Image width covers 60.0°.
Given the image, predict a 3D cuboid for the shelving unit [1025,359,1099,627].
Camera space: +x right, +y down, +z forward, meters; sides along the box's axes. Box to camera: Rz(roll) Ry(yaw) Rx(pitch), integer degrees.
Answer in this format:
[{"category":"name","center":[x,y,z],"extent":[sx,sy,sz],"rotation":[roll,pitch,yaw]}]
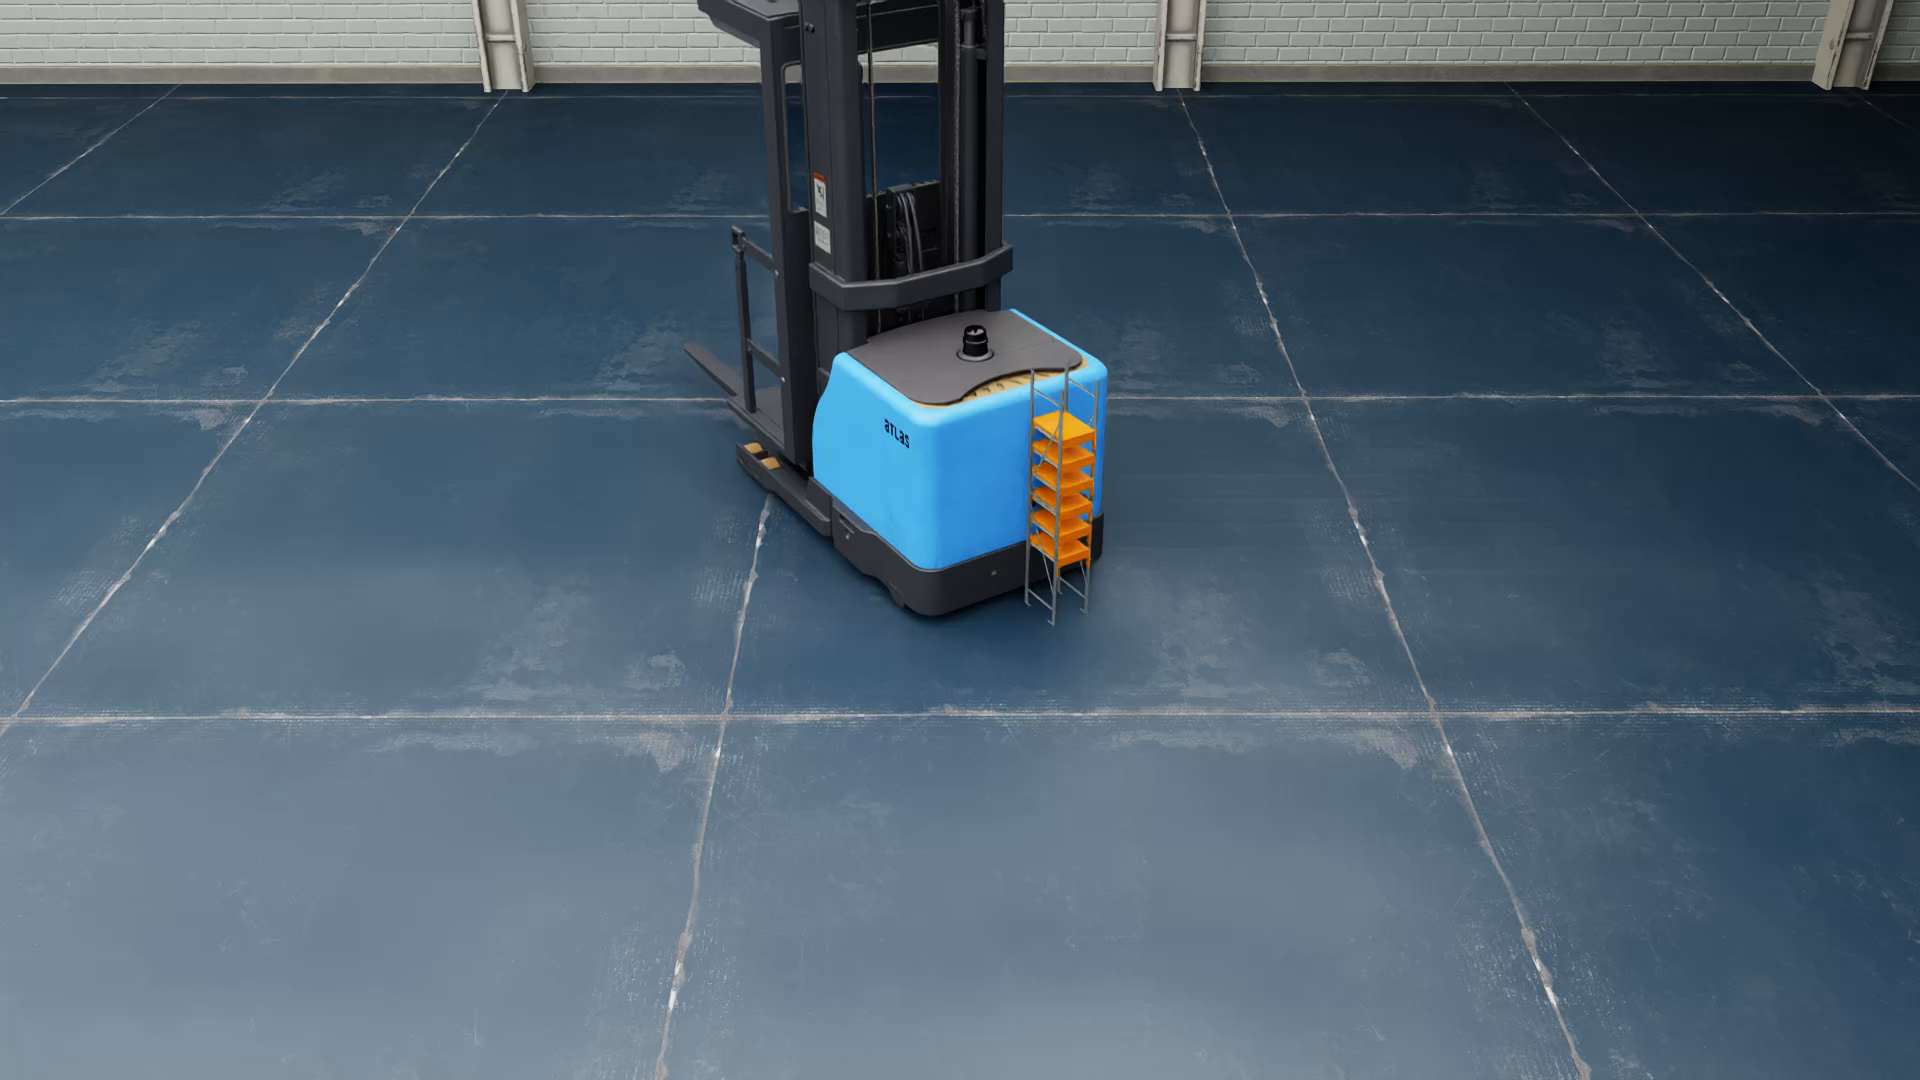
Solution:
[{"category":"shelving unit","center":[0.447,-0.194,7.413],"extent":[0.189,1.200,0.258],"rotation":[-18,36,-27]}]

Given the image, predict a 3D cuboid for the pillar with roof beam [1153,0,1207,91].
[{"category":"pillar with roof beam","center":[1.977,-5.713,8.990],"extent":[0.400,9.000,9.100],"rotation":[0,31,0]}]

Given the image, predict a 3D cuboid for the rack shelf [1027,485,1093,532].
[{"category":"rack shelf","center":[0.447,-0.156,7.436],"extent":[0.180,0.103,0.258],"rotation":[-18,36,-27]}]

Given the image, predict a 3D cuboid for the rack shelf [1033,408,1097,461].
[{"category":"rack shelf","center":[0.448,-0.464,7.248],"extent":[0.180,0.103,0.258],"rotation":[-18,36,-27]}]

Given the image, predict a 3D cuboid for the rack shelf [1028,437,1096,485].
[{"category":"rack shelf","center":[0.447,-0.361,7.311],"extent":[0.180,0.103,0.258],"rotation":[-18,36,-27]}]

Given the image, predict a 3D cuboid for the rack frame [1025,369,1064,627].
[{"category":"rack frame","center":[0.370,-0.169,7.371],"extent":[0.006,1.200,0.240],"rotation":[-18,36,-27]}]

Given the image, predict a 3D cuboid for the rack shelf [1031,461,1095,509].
[{"category":"rack shelf","center":[0.447,-0.259,7.373],"extent":[0.180,0.103,0.258],"rotation":[-18,36,-27]}]

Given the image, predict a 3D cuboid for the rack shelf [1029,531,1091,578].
[{"category":"rack shelf","center":[0.446,0.048,7.561],"extent":[0.180,0.103,0.258],"rotation":[-18,36,-27]}]

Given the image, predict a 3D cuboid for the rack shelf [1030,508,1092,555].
[{"category":"rack shelf","center":[0.447,-0.054,7.498],"extent":[0.180,0.103,0.258],"rotation":[-18,36,-27]}]

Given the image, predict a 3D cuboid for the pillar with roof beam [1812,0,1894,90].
[{"category":"pillar with roof beam","center":[7.977,-5.732,9.021],"extent":[0.400,9.000,9.100],"rotation":[0,31,0]}]

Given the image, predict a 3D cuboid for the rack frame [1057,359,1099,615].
[{"category":"rack frame","center":[0.524,-0.220,7.454],"extent":[0.006,1.200,0.240],"rotation":[-18,36,-27]}]

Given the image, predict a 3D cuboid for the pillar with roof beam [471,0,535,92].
[{"category":"pillar with roof beam","center":[-4.023,-5.694,8.960],"extent":[0.400,9.000,9.100],"rotation":[0,31,0]}]

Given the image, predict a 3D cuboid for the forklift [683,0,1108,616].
[{"category":"forklift","center":[-0.528,-1.635,8.120],"extent":[1.130,2.935,3.031],"rotation":[-18,36,-27]}]
